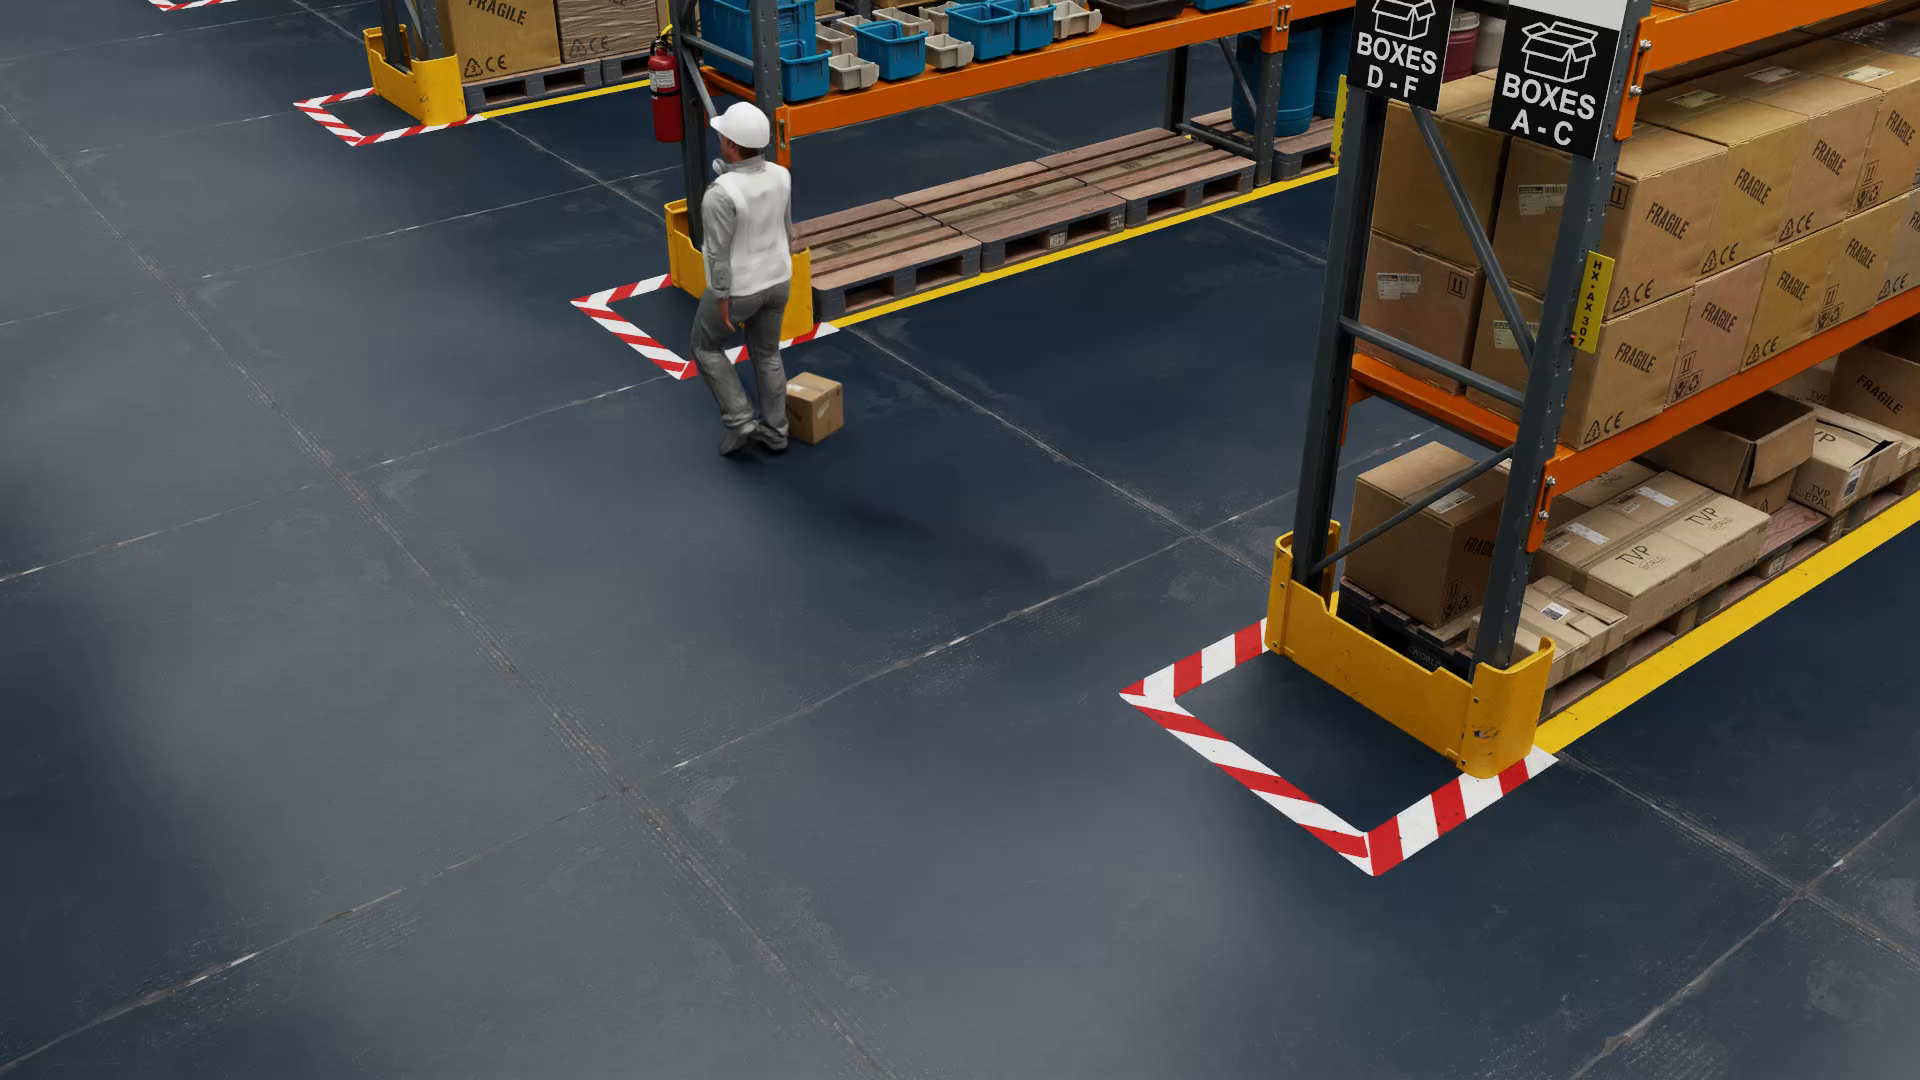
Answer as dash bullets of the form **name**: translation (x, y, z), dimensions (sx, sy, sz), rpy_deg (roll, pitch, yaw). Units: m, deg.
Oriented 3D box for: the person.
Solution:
- **person**: translation (-1.056, -1.252, 8.118), dimensions (0.540, 1.812, 0.462), rpy_deg (-27, 41, -36)
